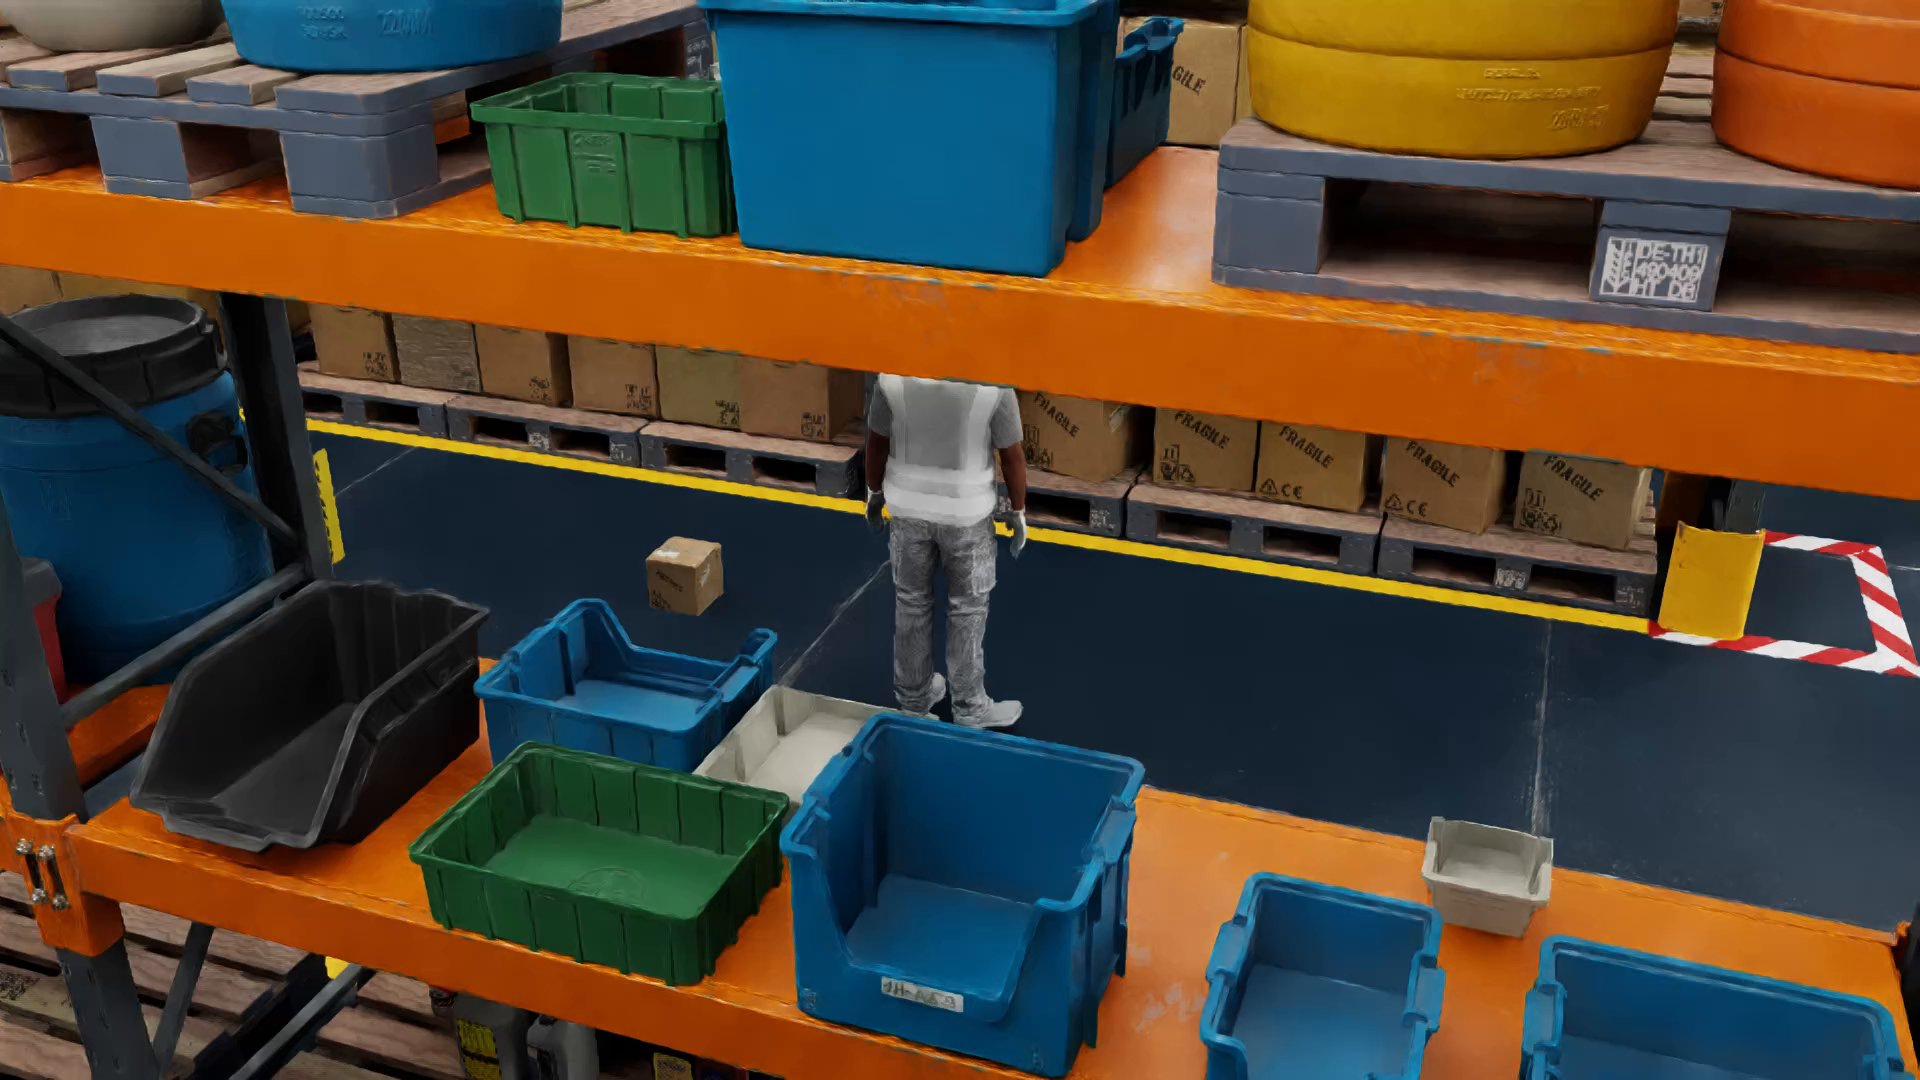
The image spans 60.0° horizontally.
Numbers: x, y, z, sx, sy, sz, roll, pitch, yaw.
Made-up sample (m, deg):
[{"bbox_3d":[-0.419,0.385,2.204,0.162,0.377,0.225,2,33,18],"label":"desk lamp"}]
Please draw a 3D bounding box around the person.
[{"bbox_3d":[-0.055,-0.122,6.274,0.632,1.791,0.391,6,26,13],"label":"person"}]
